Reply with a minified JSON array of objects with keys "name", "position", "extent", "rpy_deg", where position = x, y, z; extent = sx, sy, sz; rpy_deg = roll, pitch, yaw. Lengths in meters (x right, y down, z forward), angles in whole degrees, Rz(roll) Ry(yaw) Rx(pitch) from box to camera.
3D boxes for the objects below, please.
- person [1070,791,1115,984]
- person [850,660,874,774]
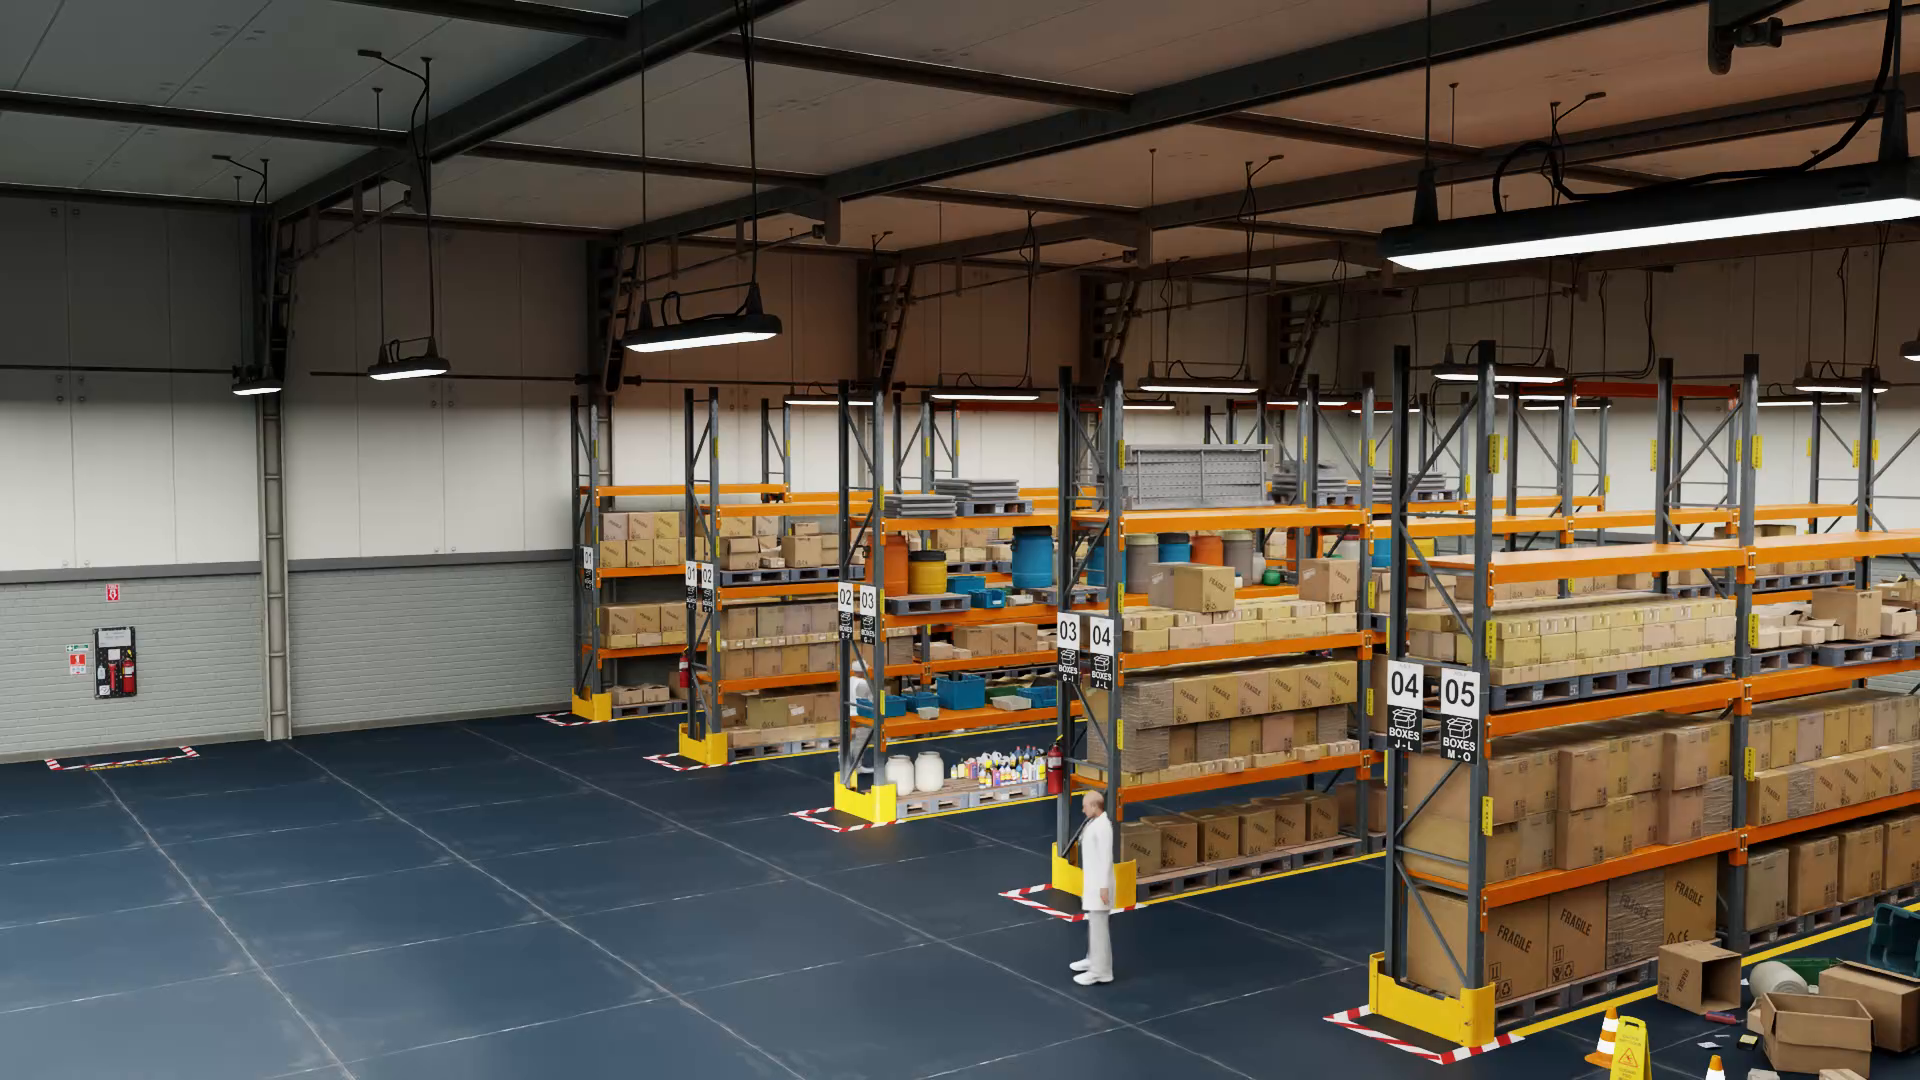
[{"name":"person","position":[1.278,3.305,16.002],"extent":[0.426,1.780,0.628],"rpy_deg":[0,3,2]},{"name":"person","position":[-1.572,2.715,25.613],"extent":[0.501,1.780,0.522],"rpy_deg":[0,3,-3]}]
